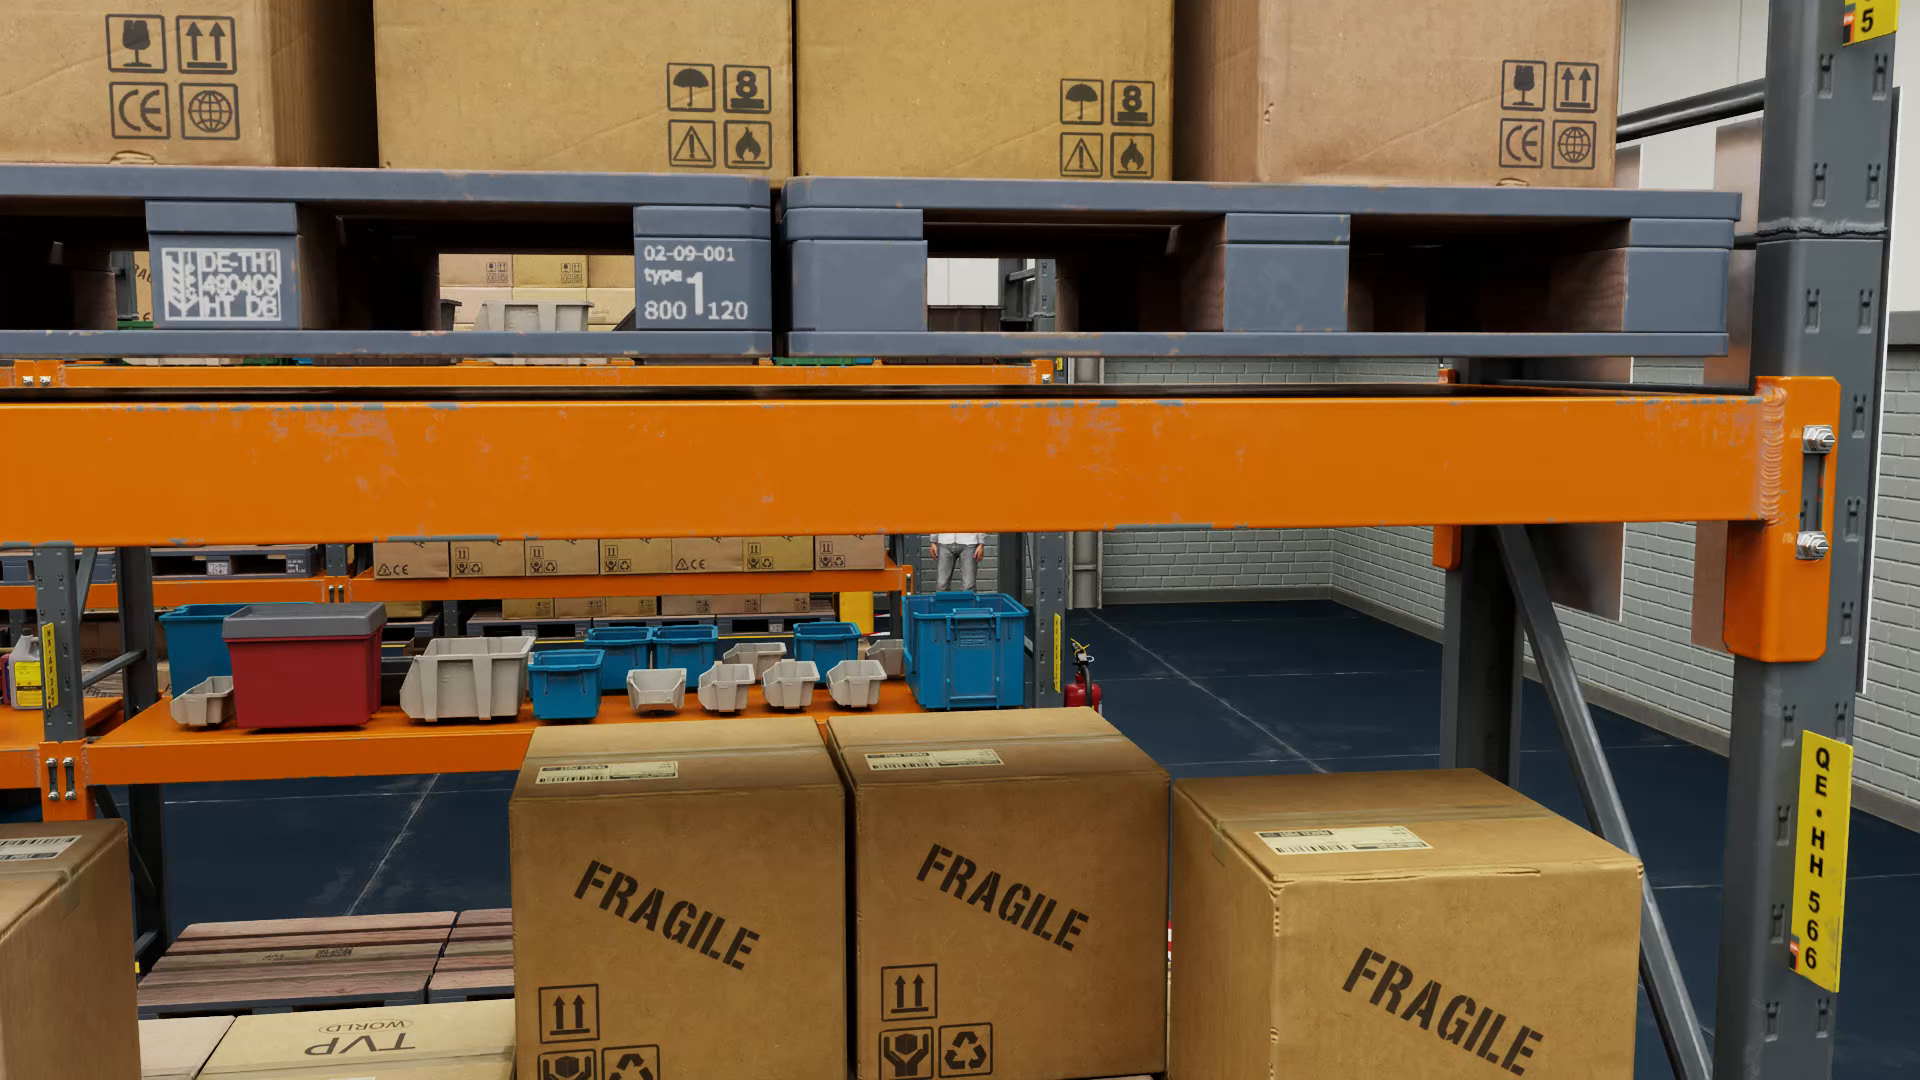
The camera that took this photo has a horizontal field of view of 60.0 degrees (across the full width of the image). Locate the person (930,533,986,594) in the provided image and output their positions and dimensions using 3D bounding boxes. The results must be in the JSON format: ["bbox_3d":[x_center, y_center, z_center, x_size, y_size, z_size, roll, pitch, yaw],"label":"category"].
[{"bbox_3d":[-0.023,0.063,17.039,0.580,1.771,0.463,1,7,12],"label":"person"}]
